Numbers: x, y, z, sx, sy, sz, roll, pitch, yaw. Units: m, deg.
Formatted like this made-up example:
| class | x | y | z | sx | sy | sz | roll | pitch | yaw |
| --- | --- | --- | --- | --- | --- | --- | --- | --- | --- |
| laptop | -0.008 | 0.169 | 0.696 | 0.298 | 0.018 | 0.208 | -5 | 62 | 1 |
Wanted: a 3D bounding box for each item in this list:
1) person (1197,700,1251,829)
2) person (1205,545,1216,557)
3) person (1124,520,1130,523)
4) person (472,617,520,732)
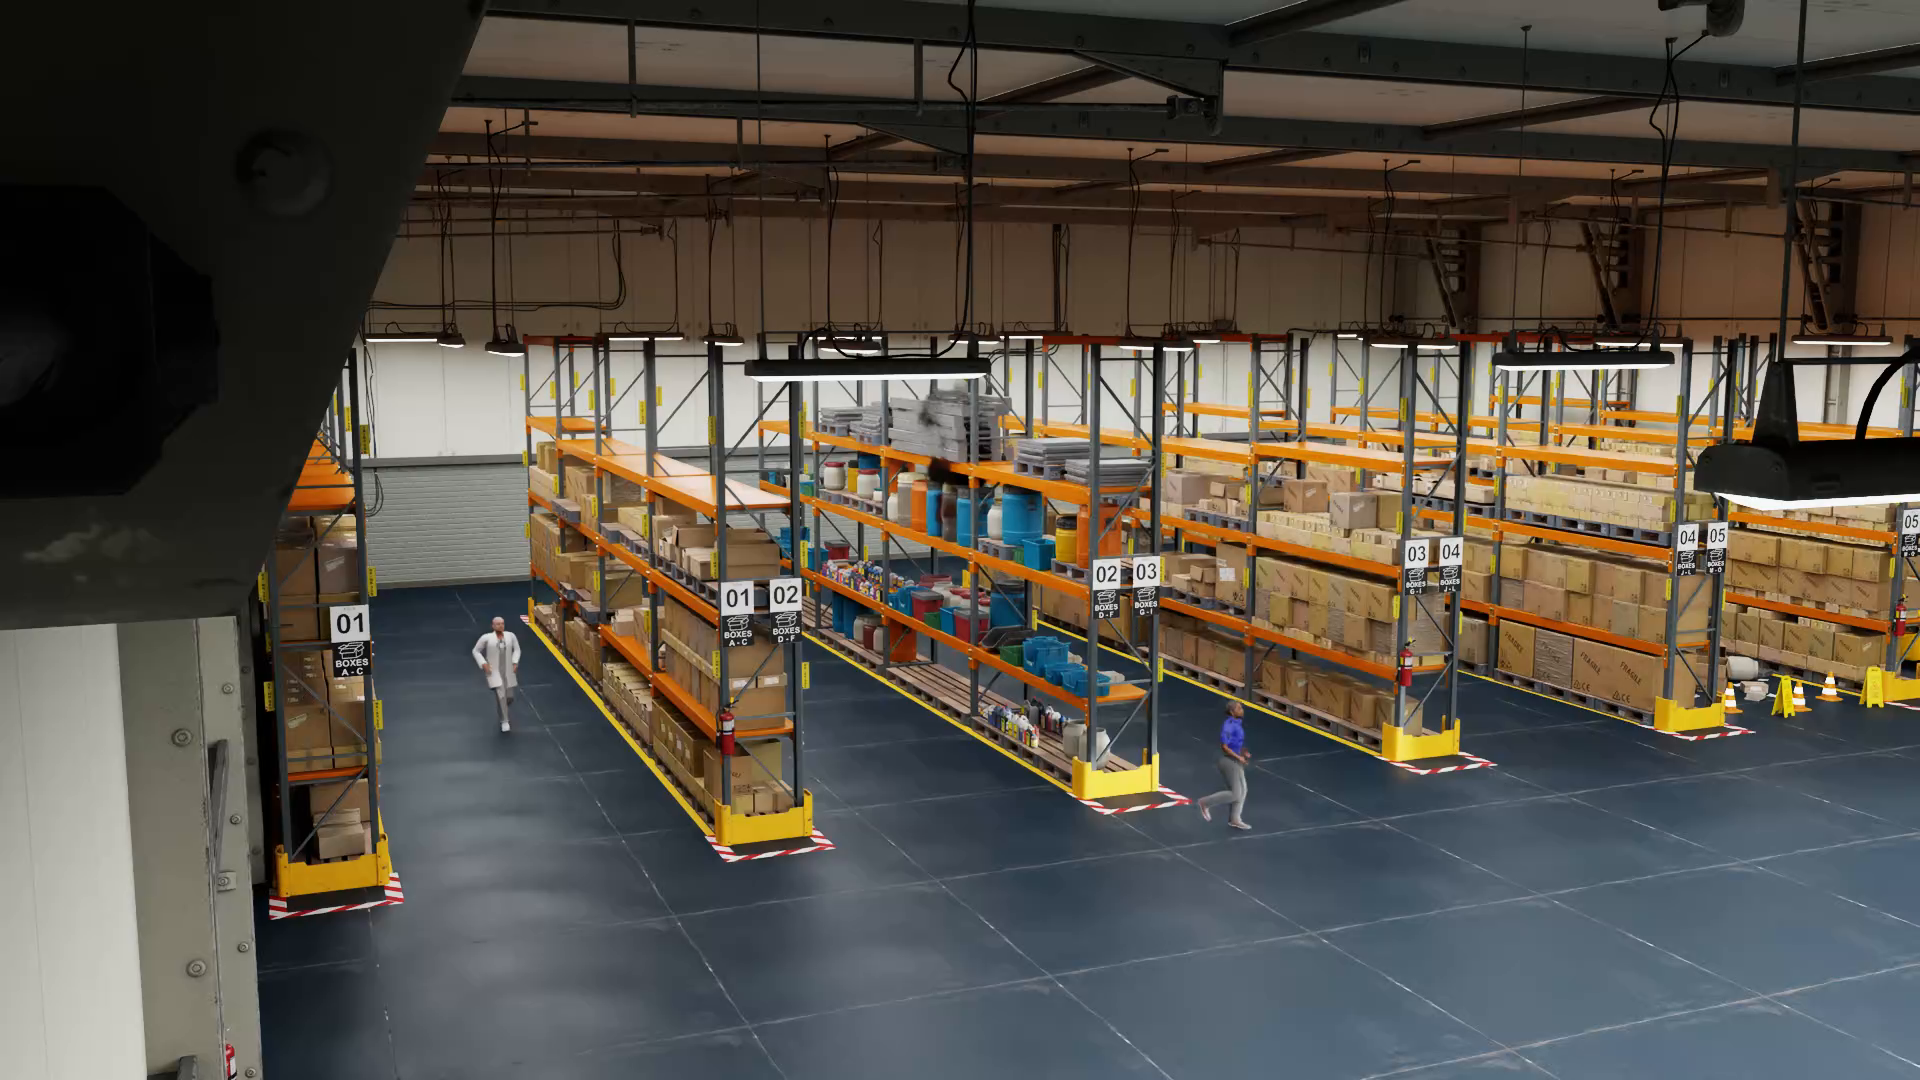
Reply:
| class | x | y | z | sx | sy | sz | roll | pitch | yaw |
| --- | --- | --- | --- | --- | --- | --- | --- | --- | --- |
| person | 3.322 | 2.792 | 20.764 | 0.664 | 1.639 | 0.581 | 2 | 8 | 13 |
| person | 6.364 | 0.004 | 41.312 | 0.760 | 1.718 | 0.586 | -6 | 10 | -38 |
| person | 3.896 | 0.325 | 39.188 | 0.618 | 1.615 | 0.563 | -1 | 8 | -8 |
| person | -7.161 | 2.050 | 25.790 | 0.740 | 1.743 | 0.767 | -5 | 9 | -32 |
